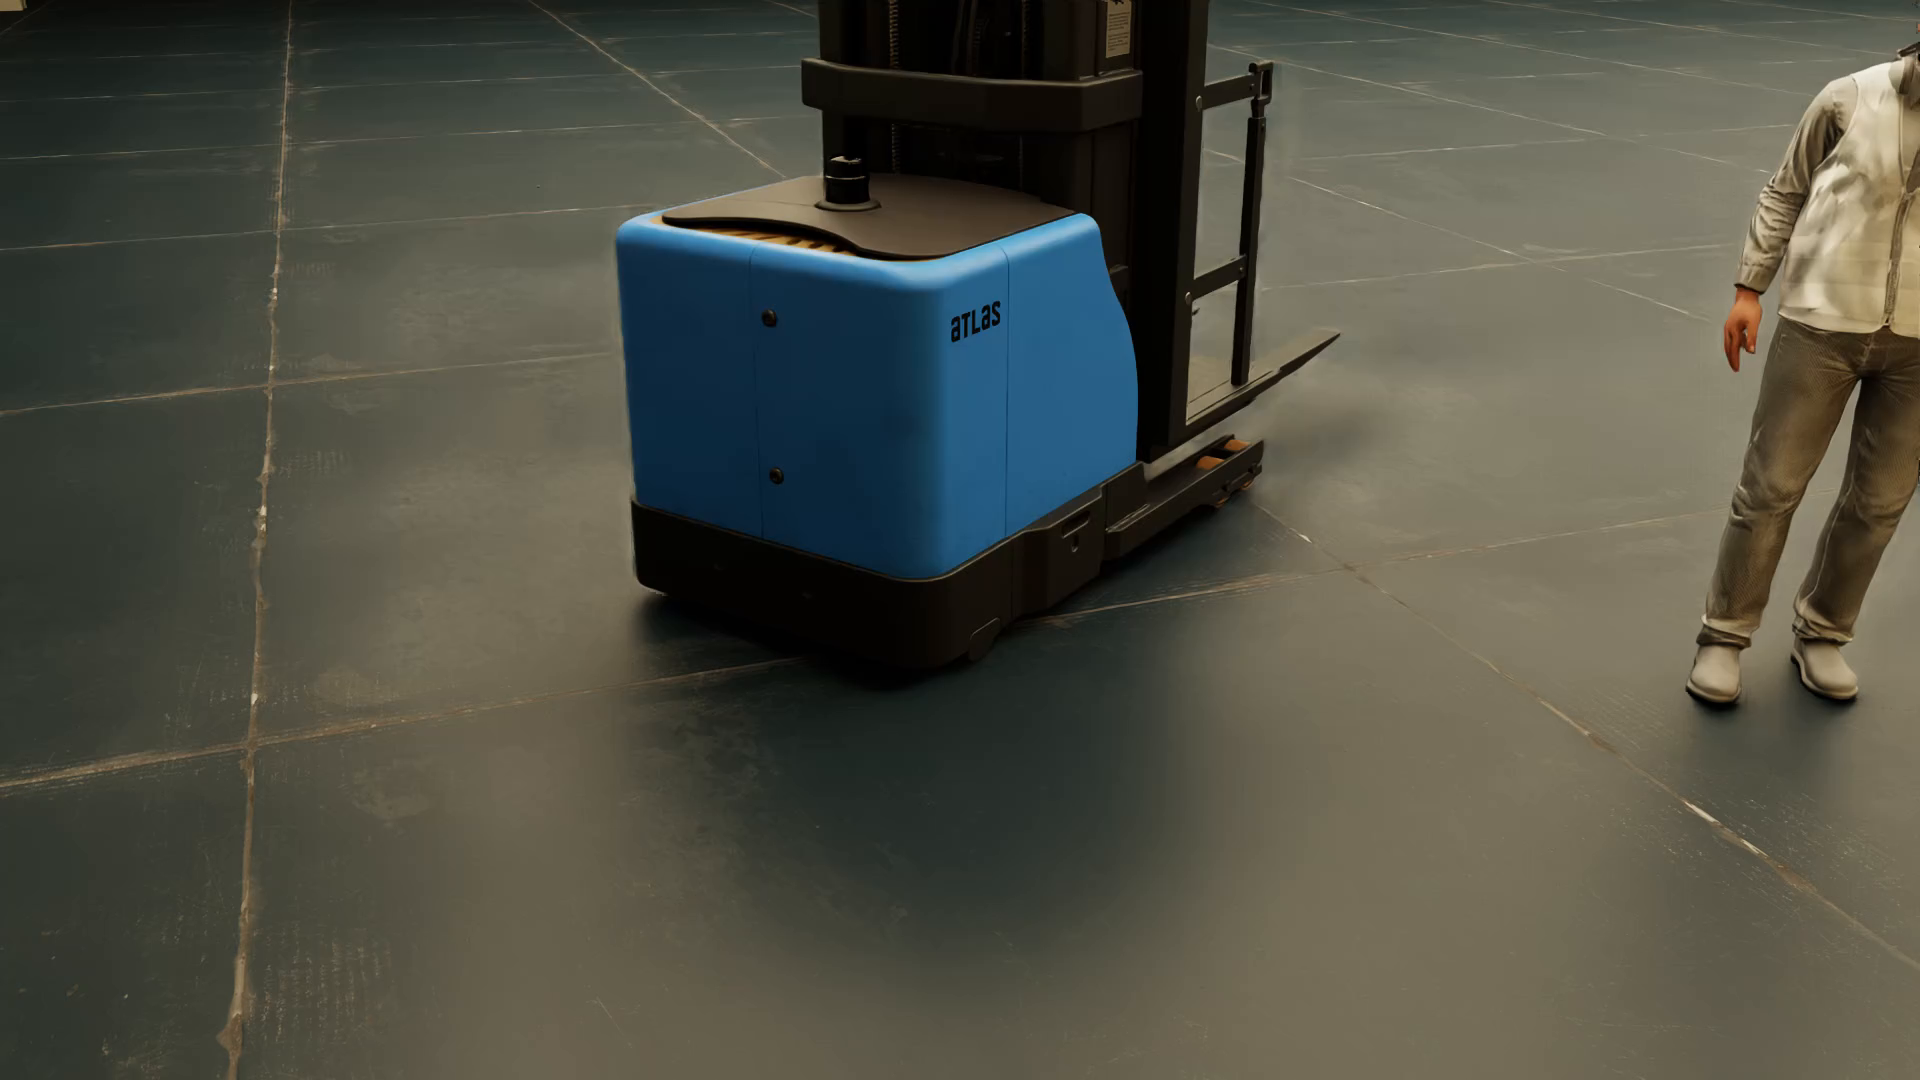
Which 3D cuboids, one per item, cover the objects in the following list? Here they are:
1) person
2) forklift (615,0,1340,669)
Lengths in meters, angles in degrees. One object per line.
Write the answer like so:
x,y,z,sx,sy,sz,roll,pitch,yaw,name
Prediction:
2.153,-0.470,3.902,0.656,1.779,0.559,9,24,19,person
0.342,-1.546,4.975,1.130,2.935,3.031,15,27,31,forklift
